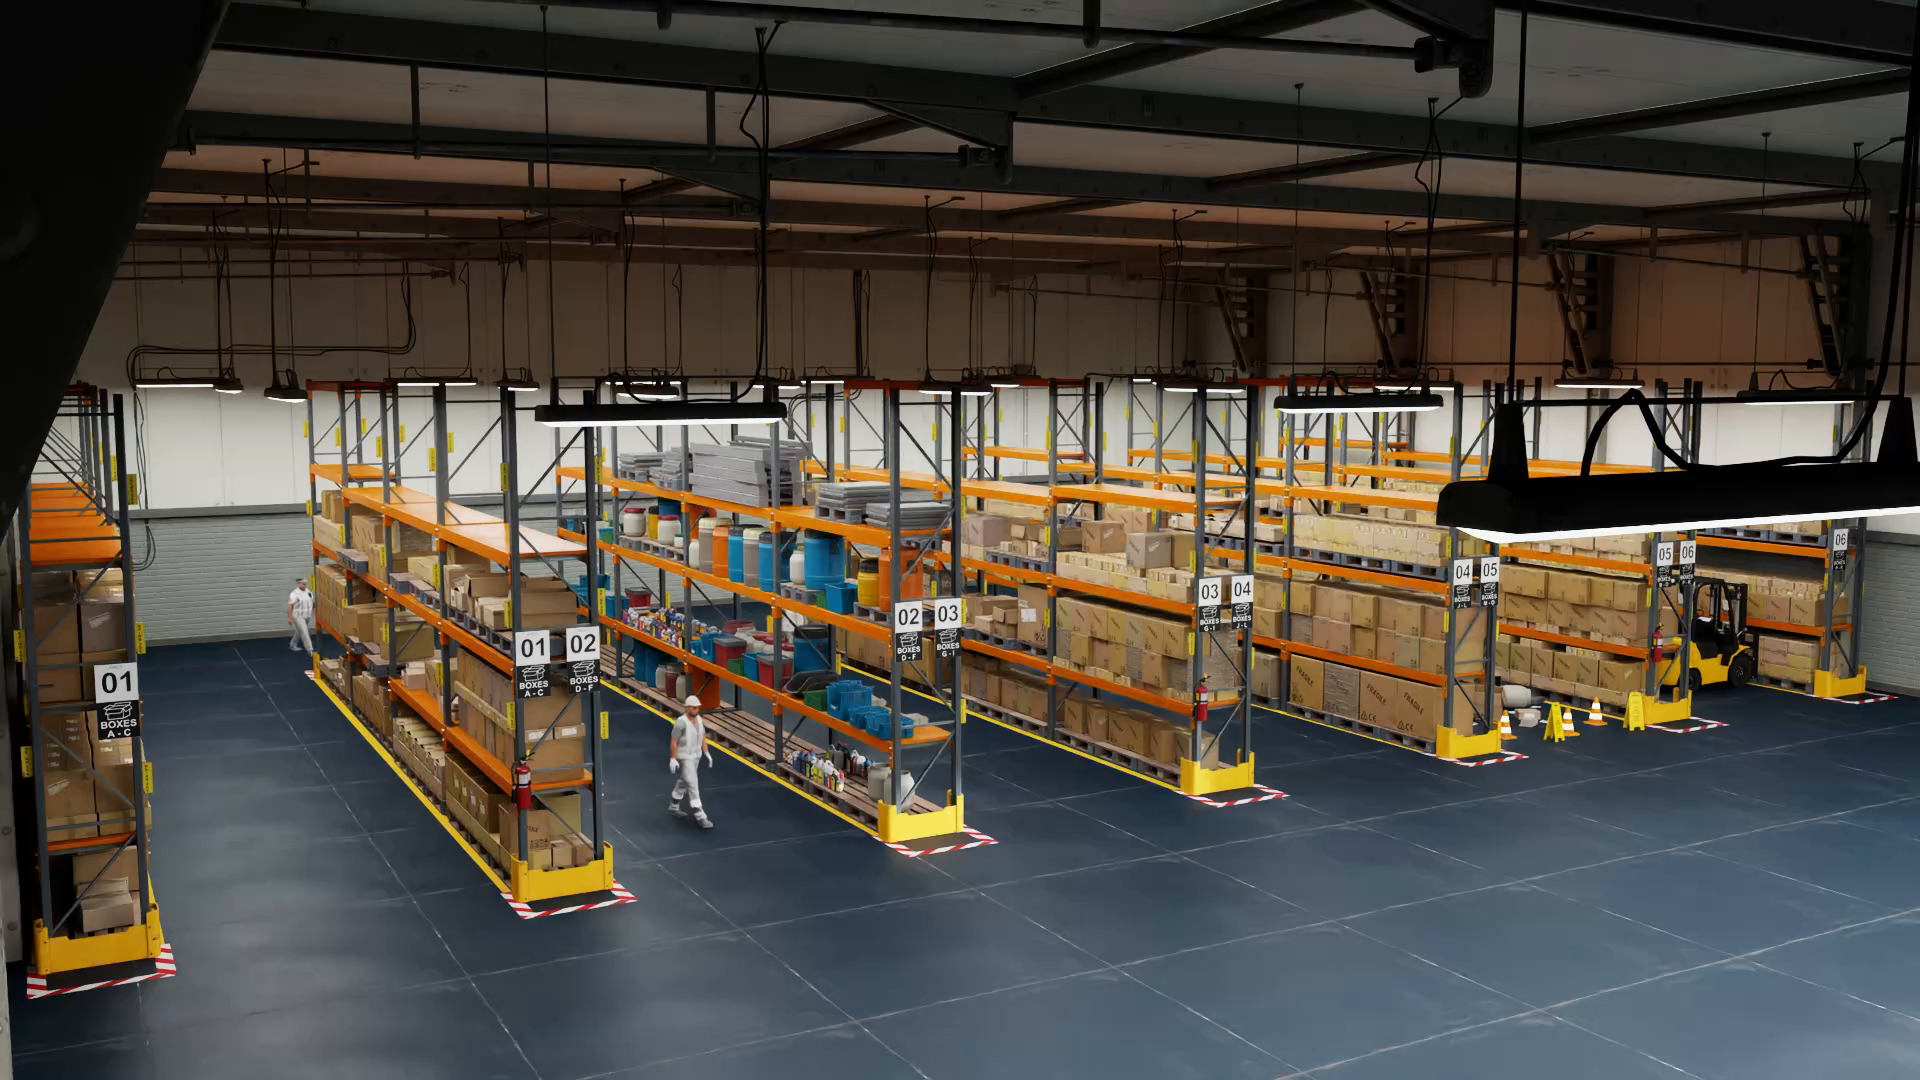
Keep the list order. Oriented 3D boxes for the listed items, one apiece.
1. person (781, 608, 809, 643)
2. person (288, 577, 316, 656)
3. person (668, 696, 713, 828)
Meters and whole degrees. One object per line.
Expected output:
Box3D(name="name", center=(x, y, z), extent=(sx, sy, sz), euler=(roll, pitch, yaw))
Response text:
Box3D(name="person", center=(-3.395, 1.843, 34.069), extent=(0.598, 1.714, 1.074), euler=(-3, 7, -28))
Box3D(name="person", center=(-14.228, 1.627, 36.018), extent=(1.112, 1.687, 0.568), euler=(3, 7, 27))
Box3D(name="person", center=(-3.677, 3.007, 22.884), extent=(0.944, 1.736, 0.563), euler=(3, 7, 27))
